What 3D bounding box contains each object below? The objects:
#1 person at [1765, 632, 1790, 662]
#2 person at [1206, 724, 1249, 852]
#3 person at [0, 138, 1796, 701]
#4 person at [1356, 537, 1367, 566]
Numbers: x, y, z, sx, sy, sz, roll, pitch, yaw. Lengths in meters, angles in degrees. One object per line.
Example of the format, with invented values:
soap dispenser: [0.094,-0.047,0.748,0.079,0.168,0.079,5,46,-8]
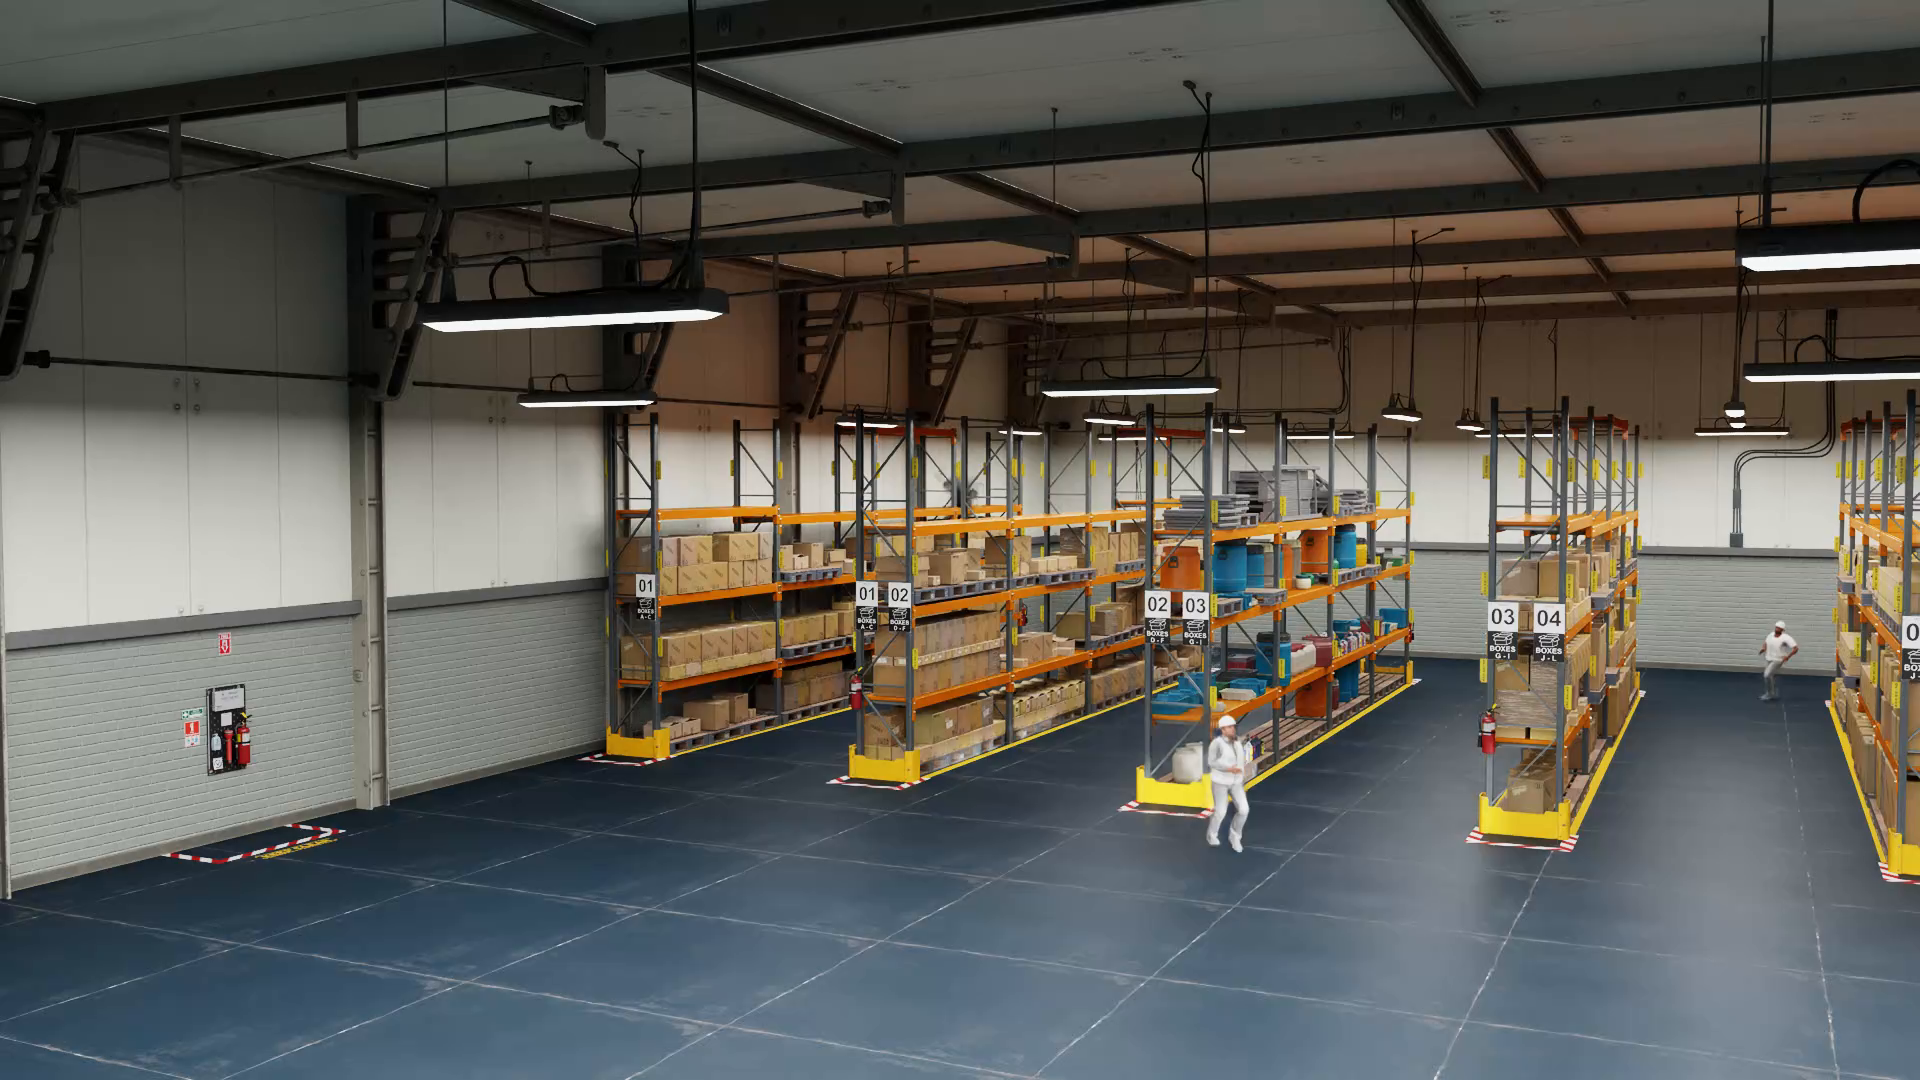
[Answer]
person: [18.654,2.661,36.170,2.143,1.519,1.551,-2,3,-37]
person: [3.538,3.240,21.867,0.673,1.777,0.730,-1,3,-27]
person: [3.208,-0.653,27.787,33.238,9.019,6.984,-1,3,-18]
person: [16.772,1.354,33.861,16.771,2.735,6.703,1,3,27]
